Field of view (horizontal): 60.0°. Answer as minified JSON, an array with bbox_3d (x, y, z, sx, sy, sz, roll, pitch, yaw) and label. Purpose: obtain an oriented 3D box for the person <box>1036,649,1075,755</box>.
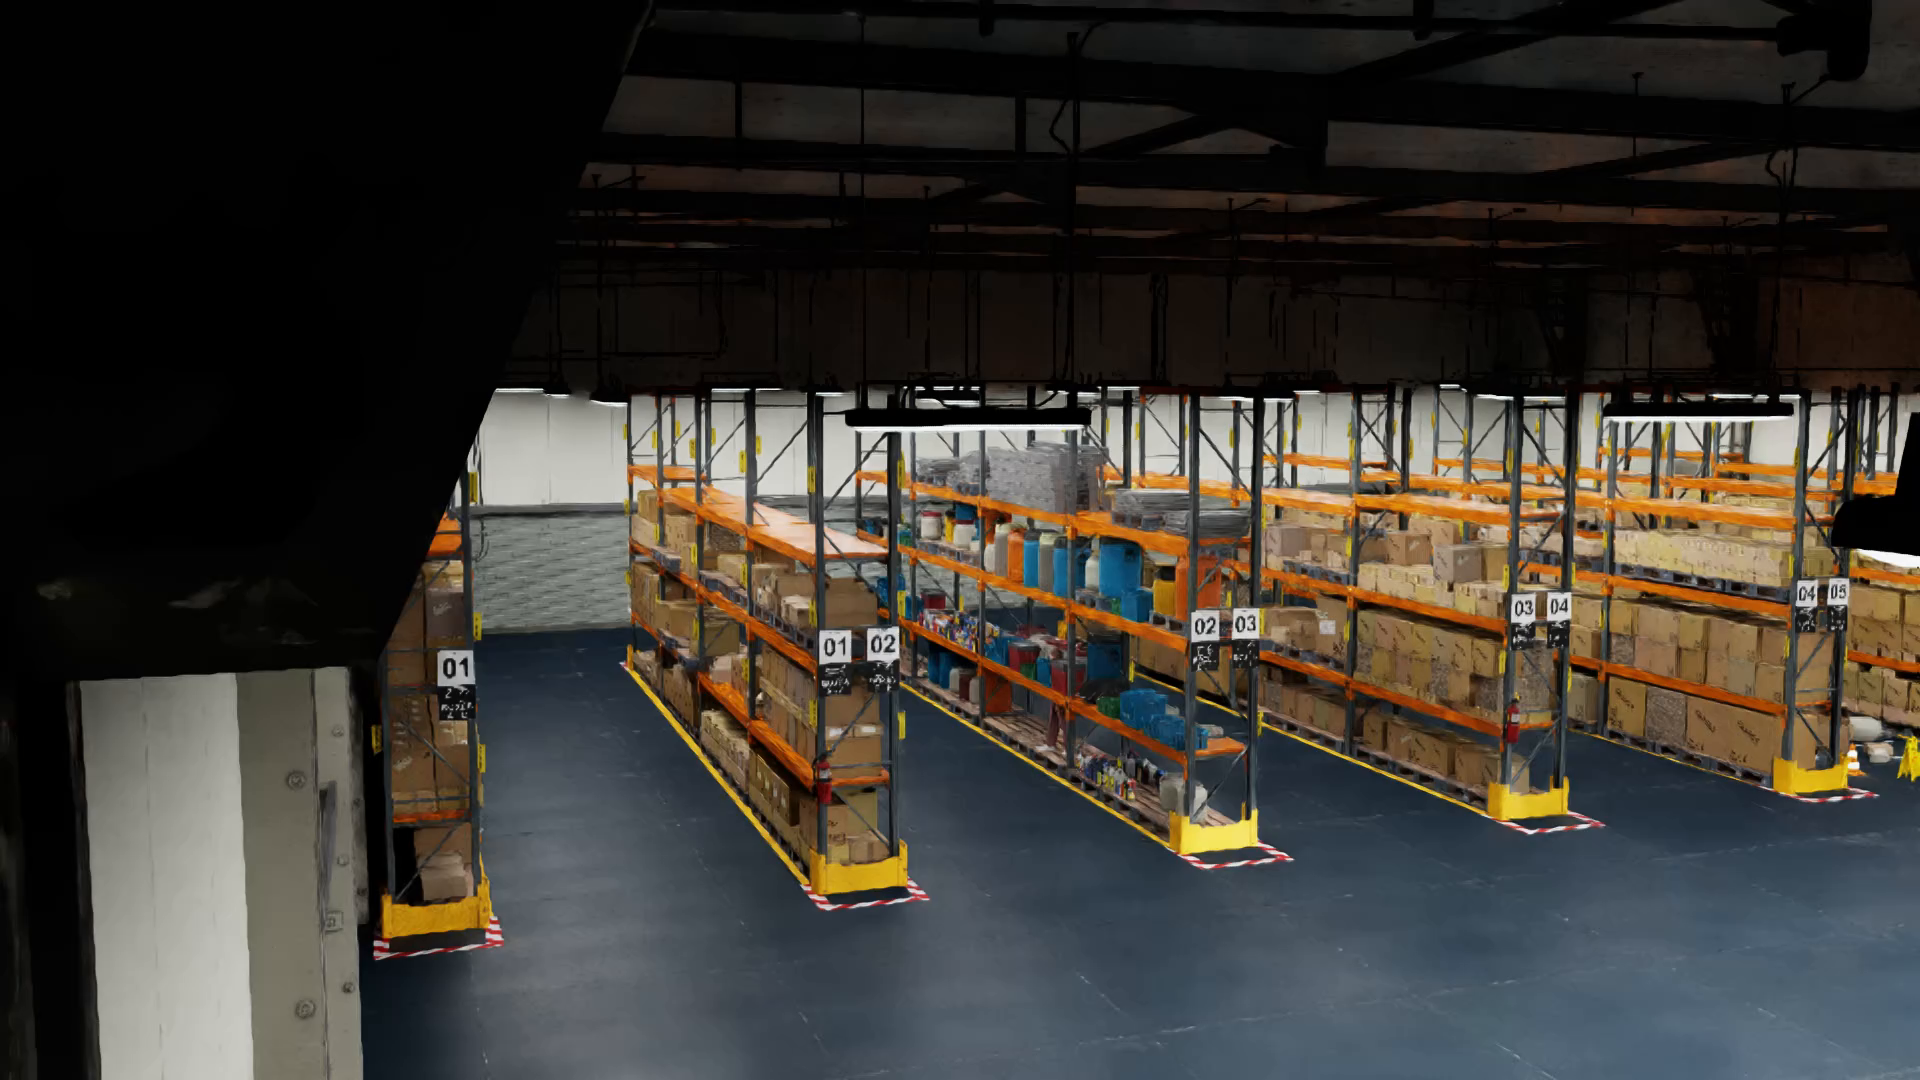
[{"bbox_3d":[1.528,2.545,26.385,0.584,1.665,0.578,-1,6,-9],"label":"person"}]
